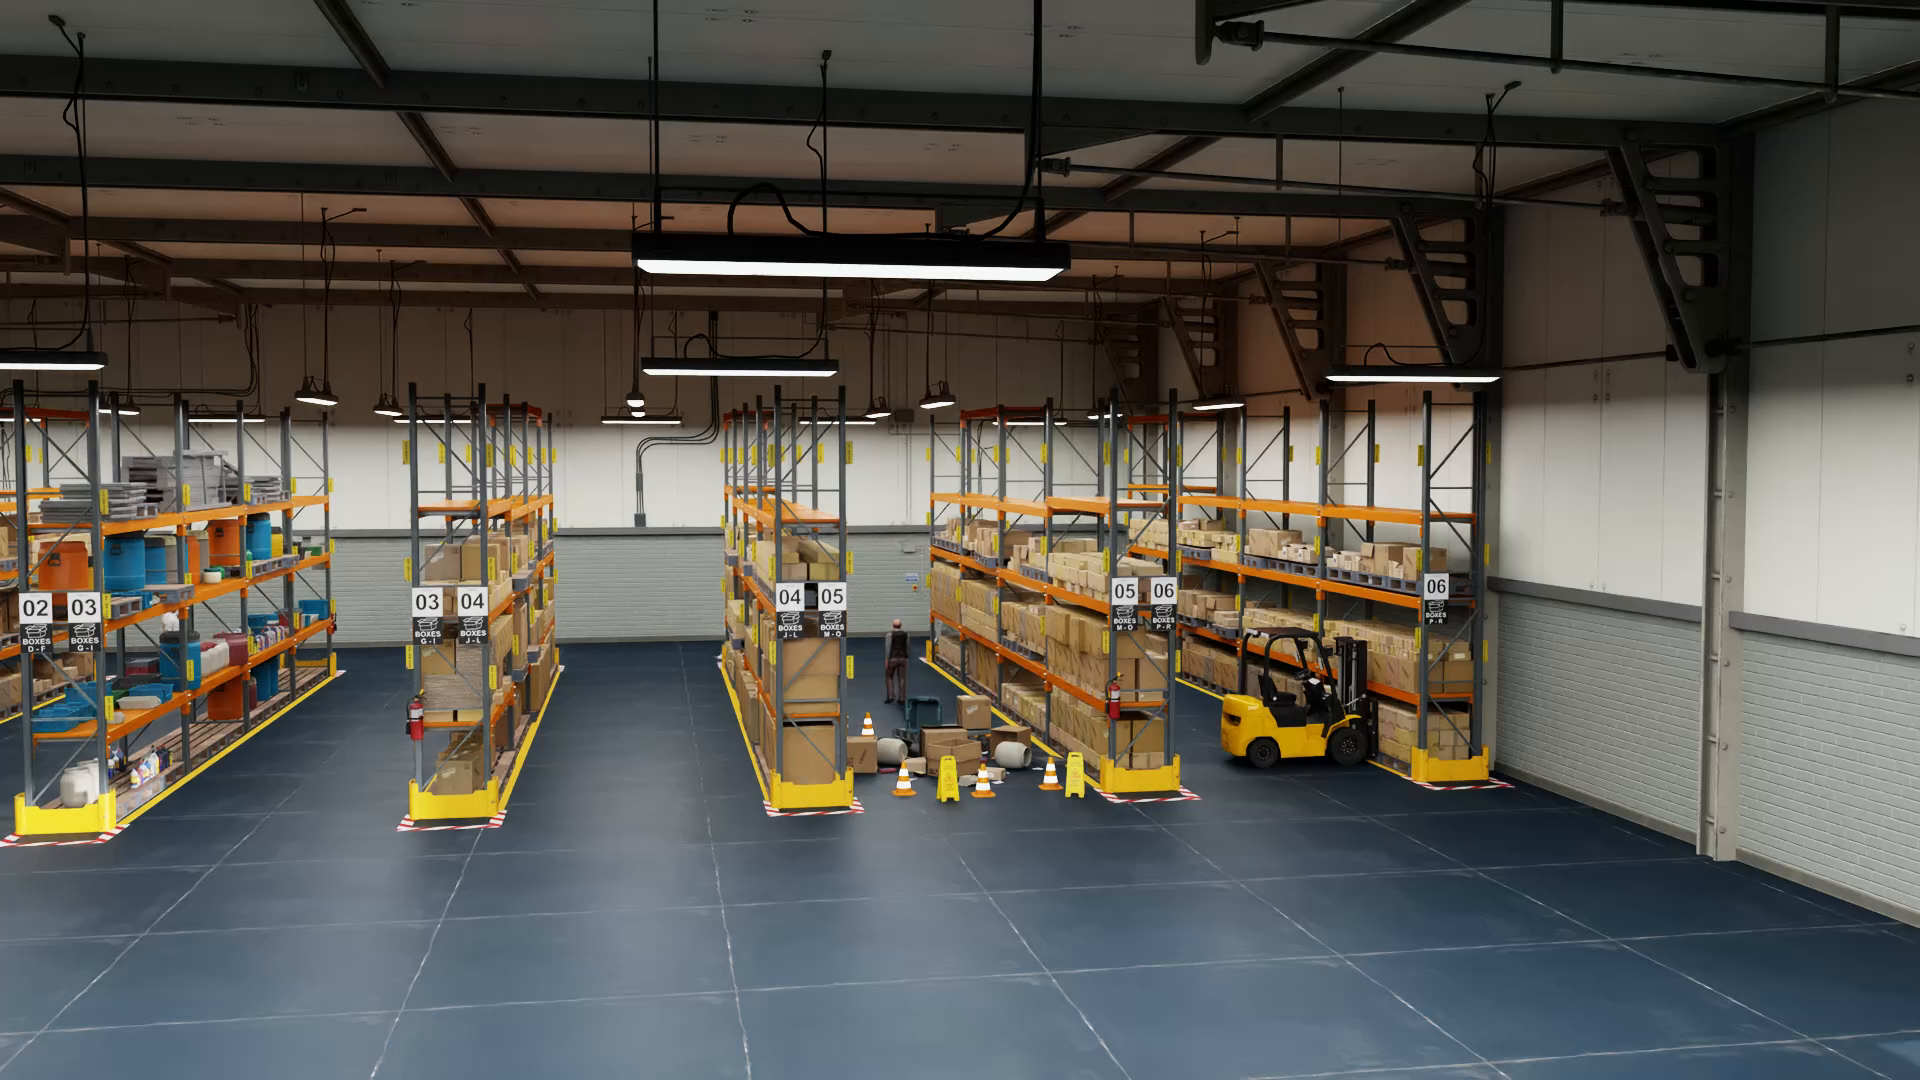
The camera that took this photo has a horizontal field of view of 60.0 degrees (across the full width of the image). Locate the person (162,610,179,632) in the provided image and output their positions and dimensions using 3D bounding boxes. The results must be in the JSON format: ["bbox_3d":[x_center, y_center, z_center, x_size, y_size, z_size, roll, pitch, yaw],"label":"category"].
[{"bbox_3d":[-18.365,2.209,38.874,0.479,1.617,0.838,-1,3,-13],"label":"person"}]

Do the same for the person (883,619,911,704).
[{"bbox_3d":[-1.253,2.468,33.519,0.568,1.763,0.624,-1,3,-22],"label":"person"}]

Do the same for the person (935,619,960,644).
[{"bbox_3d":[-0.390,1.883,44.290,1.017,1.750,0.523,-1,3,-17],"label":"person"}]

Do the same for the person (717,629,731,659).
[{"bbox_3d":[-5.563,2.050,40.975,0.902,1.753,0.635,-2,3,-31],"label":"person"}]
